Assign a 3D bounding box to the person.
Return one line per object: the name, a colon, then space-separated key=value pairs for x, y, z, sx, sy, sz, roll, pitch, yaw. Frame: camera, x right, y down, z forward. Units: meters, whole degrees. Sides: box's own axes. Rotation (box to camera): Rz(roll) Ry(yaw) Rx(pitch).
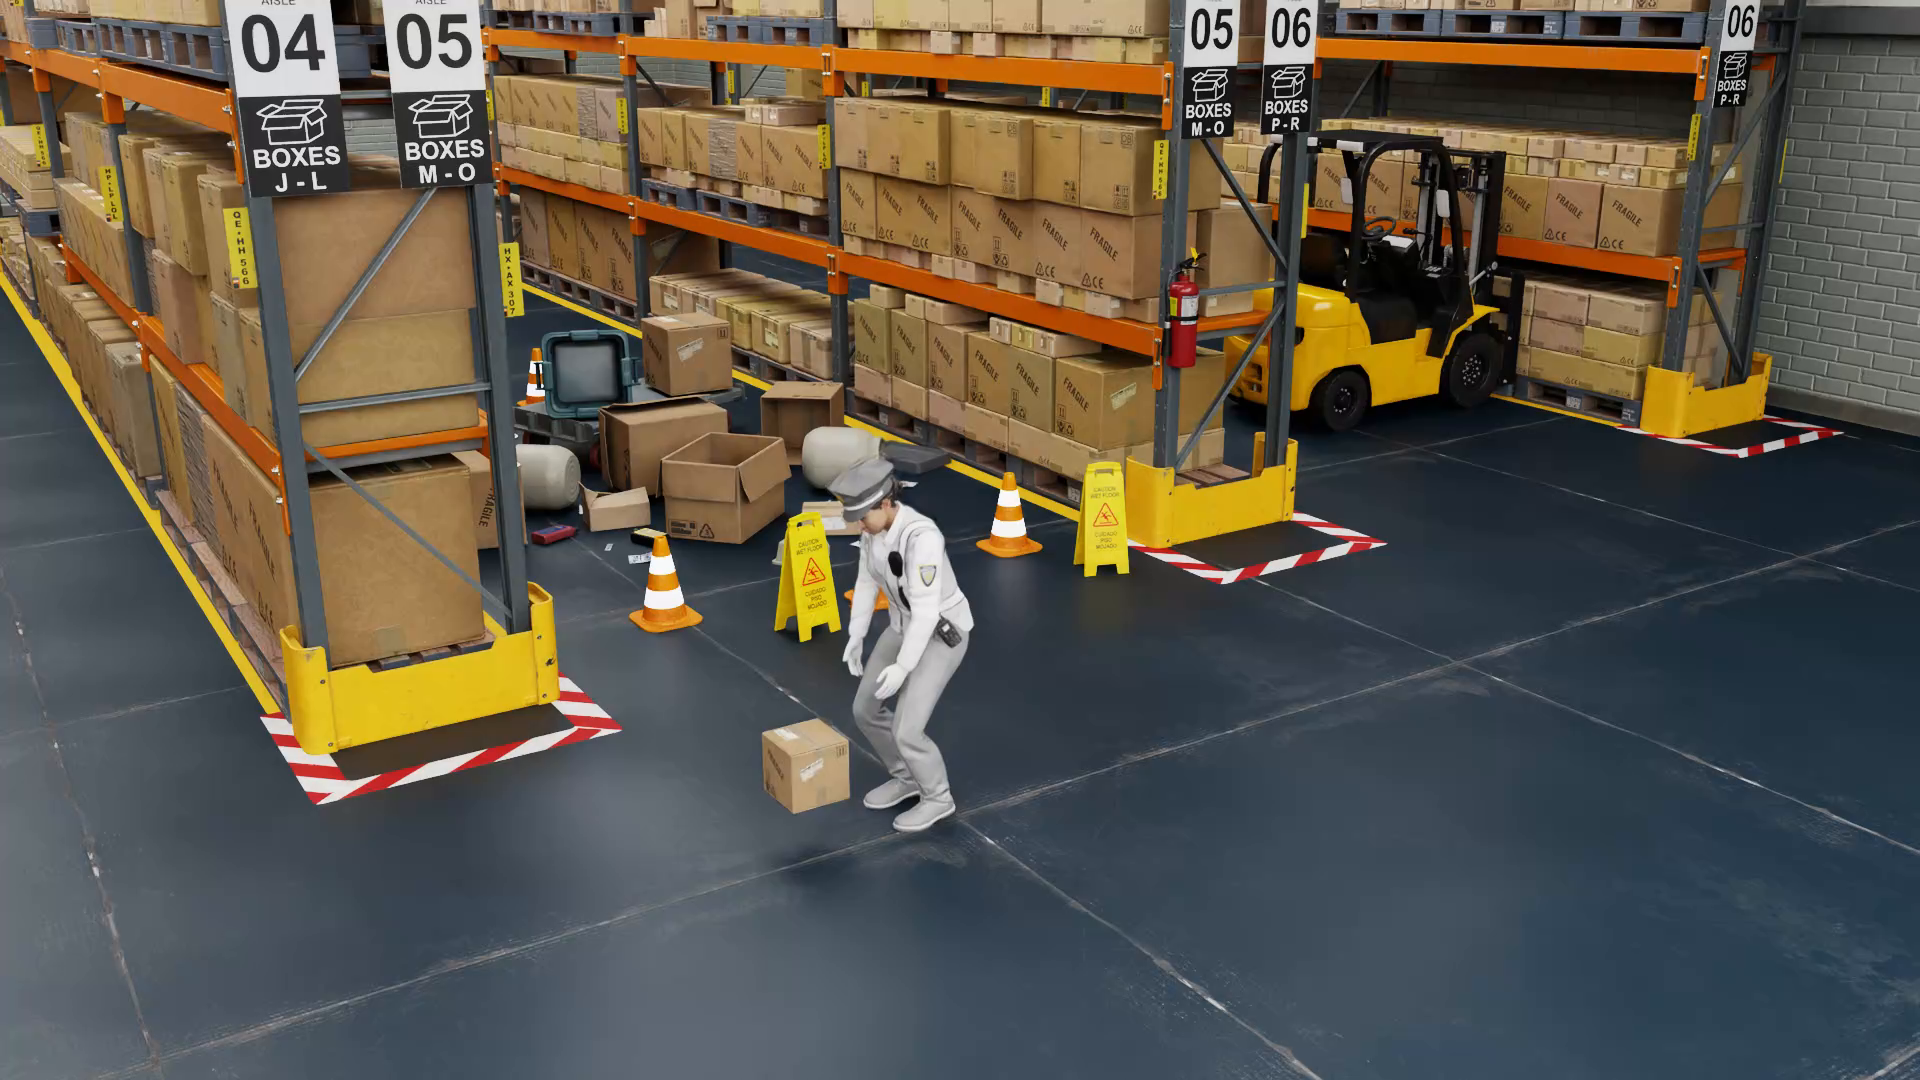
person: x=-0.226 y=0.409 z=6.561 sx=0.591 sy=1.522 sz=0.526 roll=-11 pitch=21 yaw=-31
